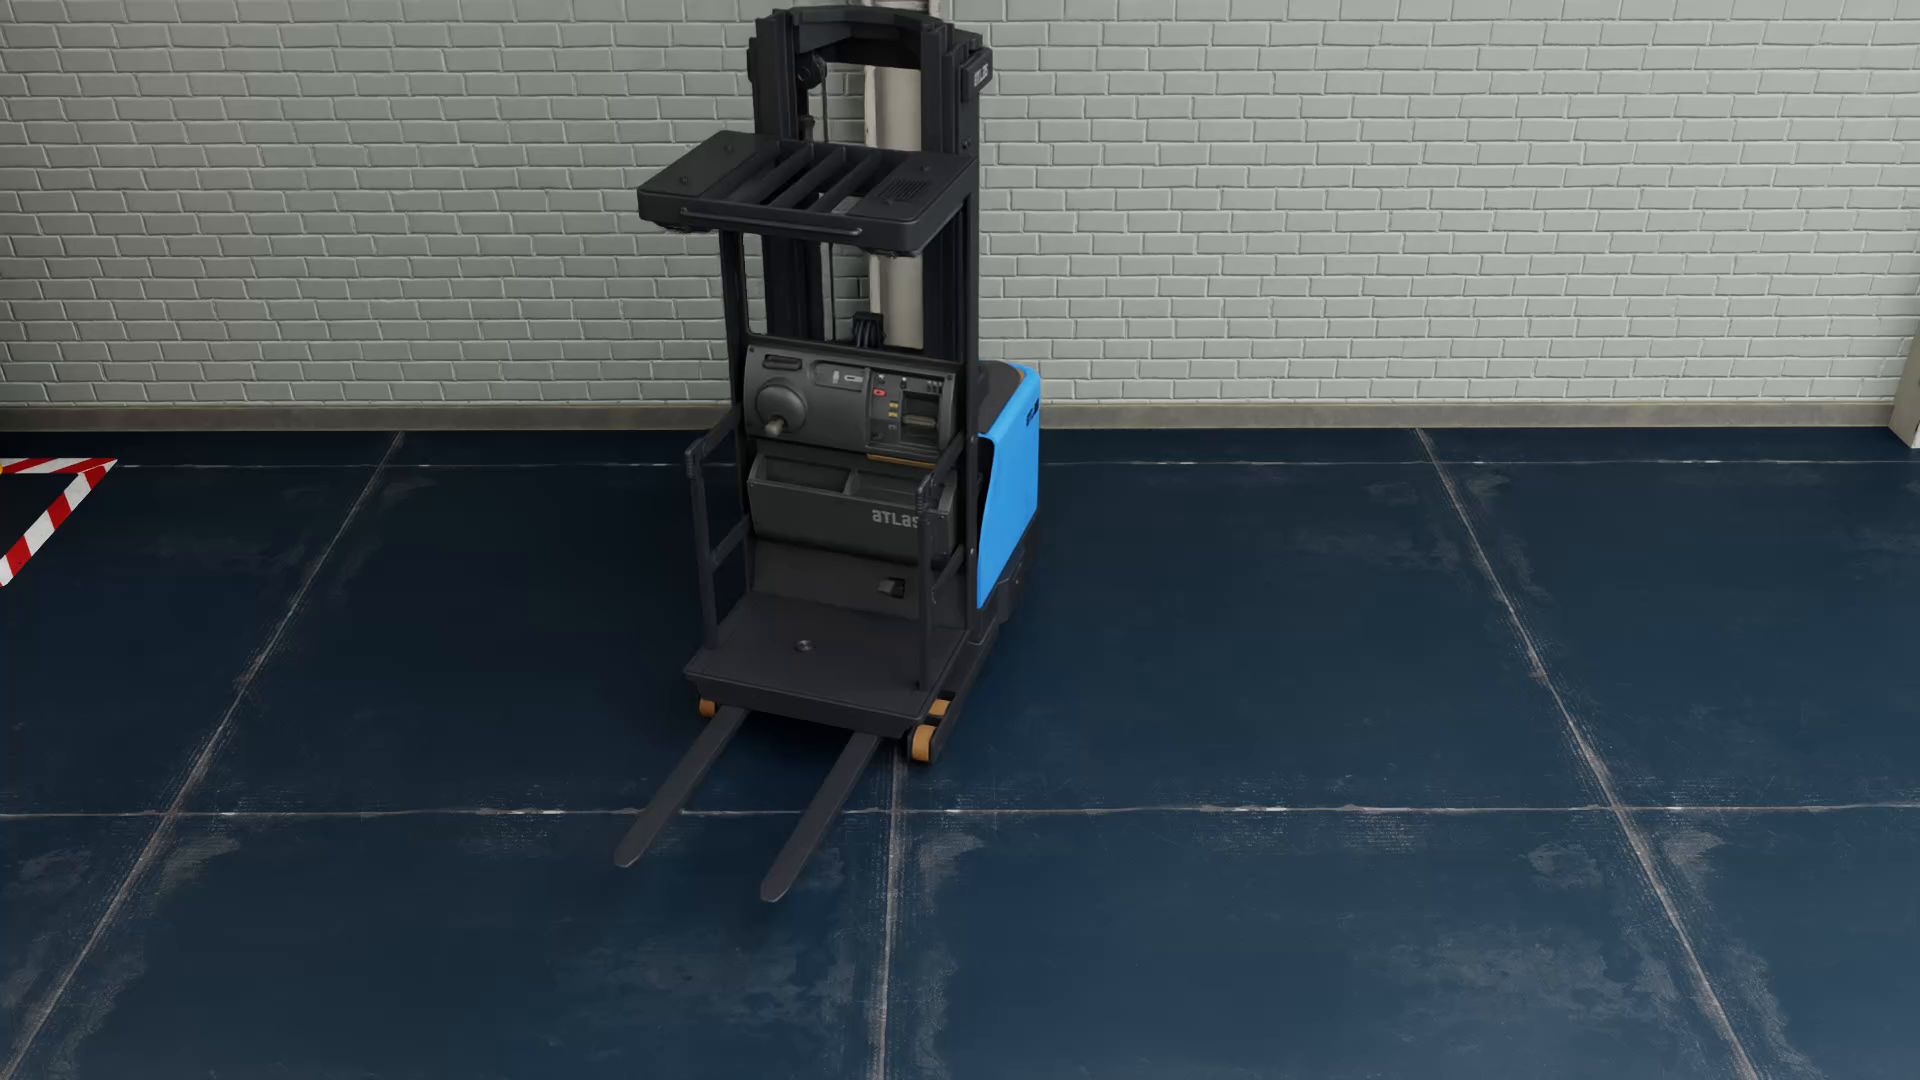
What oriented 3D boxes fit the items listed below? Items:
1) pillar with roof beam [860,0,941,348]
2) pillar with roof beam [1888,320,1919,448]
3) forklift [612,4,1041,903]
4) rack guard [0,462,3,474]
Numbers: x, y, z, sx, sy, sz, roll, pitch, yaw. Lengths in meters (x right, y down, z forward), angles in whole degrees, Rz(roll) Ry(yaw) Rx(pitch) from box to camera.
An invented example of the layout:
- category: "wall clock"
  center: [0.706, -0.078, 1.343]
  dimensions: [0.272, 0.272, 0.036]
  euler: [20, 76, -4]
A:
- category: "pillar with roof beam"
  center: [-0.271, -2.209, 3.715]
  dimensions: [0.400, 9.000, 9.100]
  euler: [0, 31, 0]
- category: "pillar with roof beam"
  center: [5.729, -2.228, 3.746]
  dimensions: [0.400, 9.000, 9.100]
  euler: [0, 31, 0]
- category: "forklift"
  center: [-0.533, -0.529, 6.796]
  dimensions: [1.130, 2.935, 3.031]
  euler: [10, 33, 15]
- category: "rack guard"
  center: [-5.571, -0.324, 8.803]
  dimensions: [0.348, 0.500, 1.175]
  euler: [0, 31, 0]
